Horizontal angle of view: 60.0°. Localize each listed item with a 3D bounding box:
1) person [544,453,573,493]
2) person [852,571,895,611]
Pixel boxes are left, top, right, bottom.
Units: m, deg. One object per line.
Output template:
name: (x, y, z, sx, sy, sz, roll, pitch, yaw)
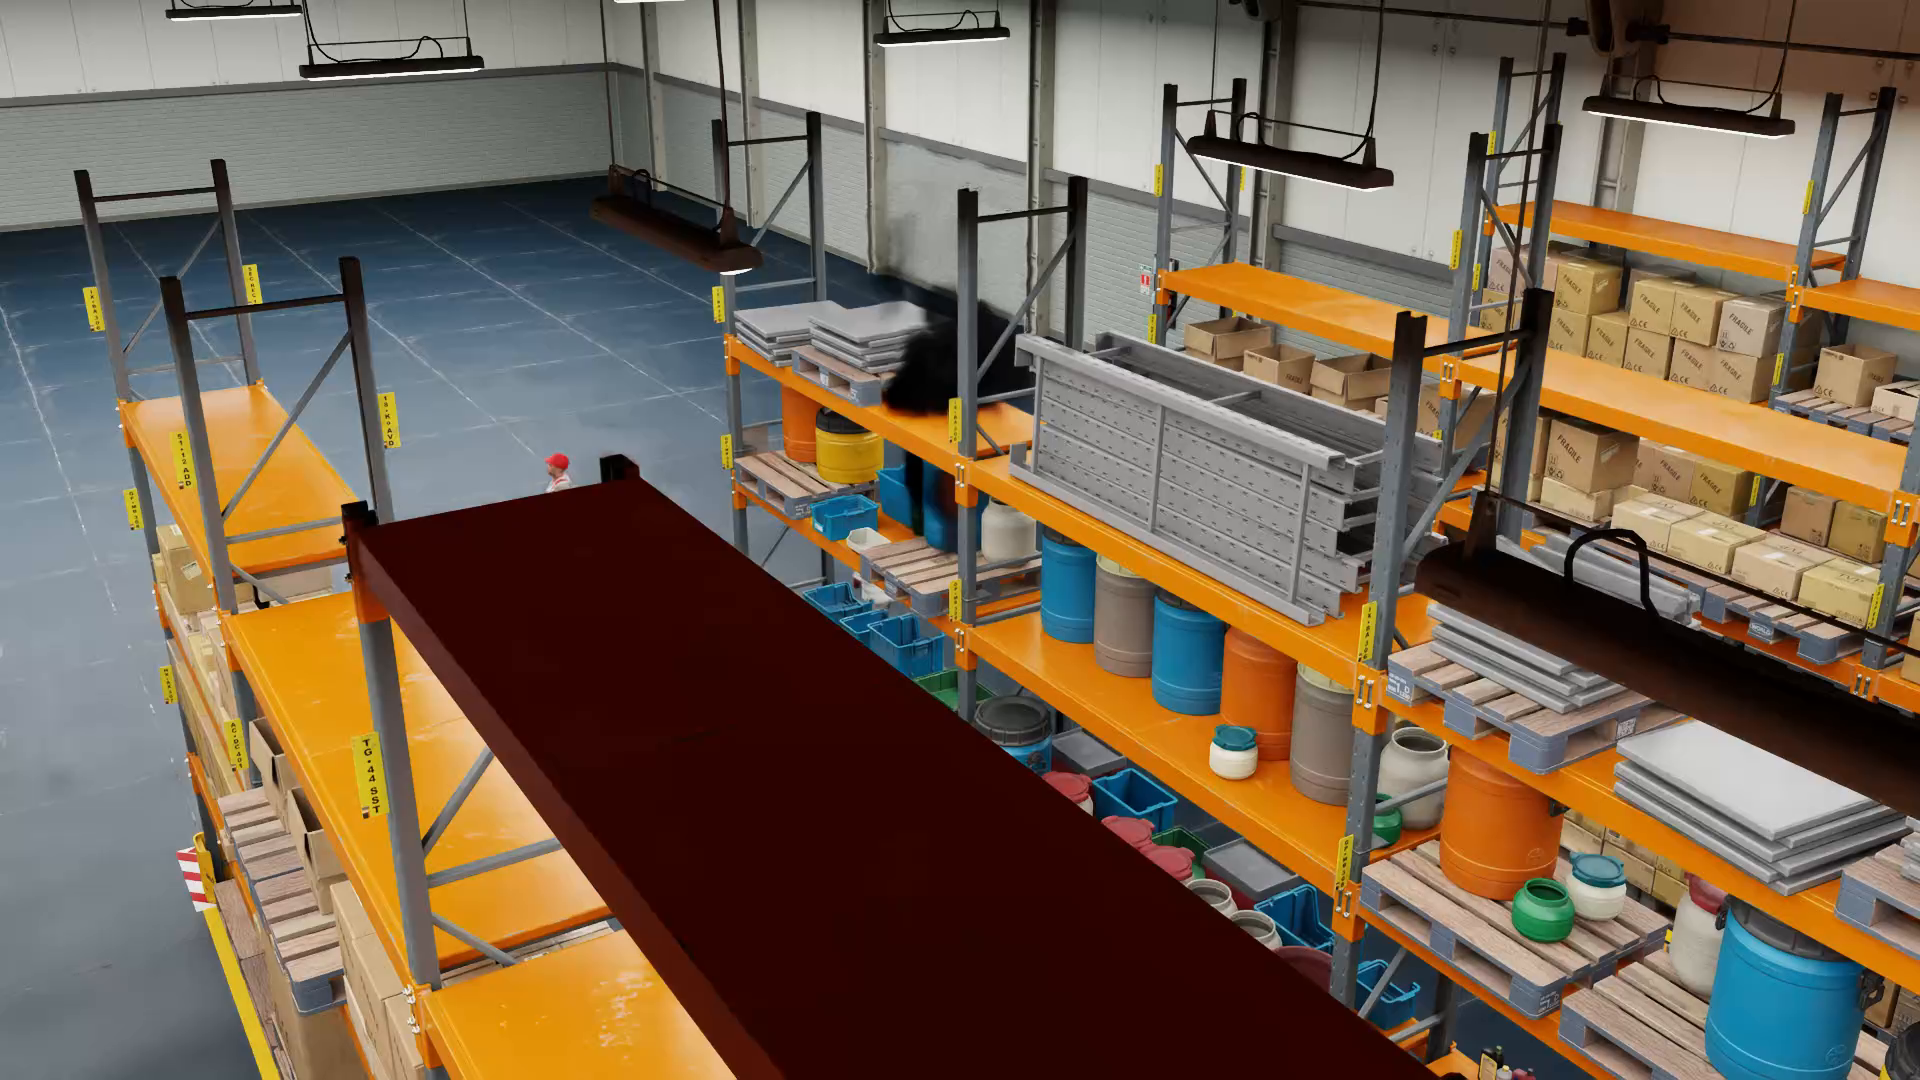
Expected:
person: (-4.654, -0.168, 19.395, 0.899, 1.770, 0.656, -4, 22, -9)
person: (-0.878, 0.594, 17.553, 0.991, 1.757, 0.713, 19, 29, 39)
